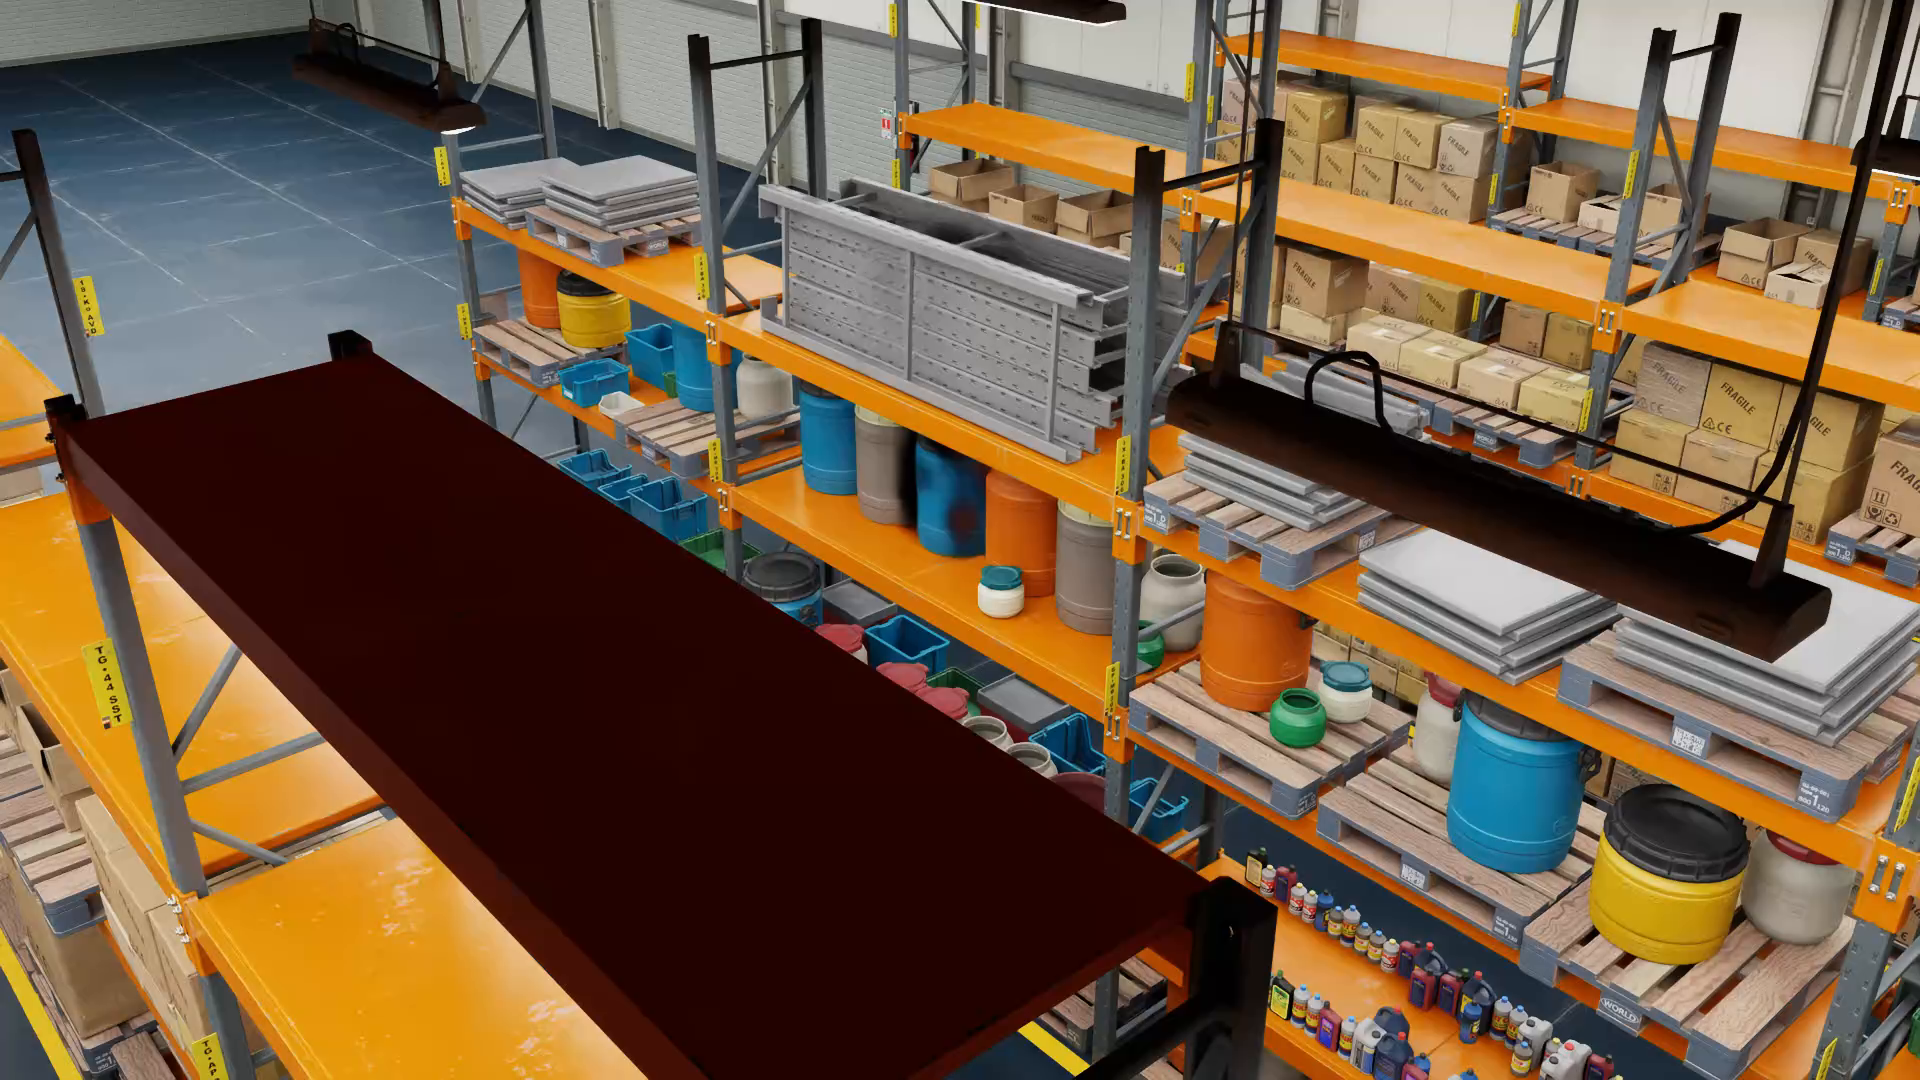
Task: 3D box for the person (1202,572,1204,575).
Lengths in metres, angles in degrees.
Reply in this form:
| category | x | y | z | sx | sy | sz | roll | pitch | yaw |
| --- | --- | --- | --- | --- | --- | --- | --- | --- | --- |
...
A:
| category | x | y | z | sx | sy | sz | roll | pitch | yaw |
| --- | --- | --- | --- | --- | --- | --- | --- | --- | --- |
| person | 2.048 | 0.994 | 13.930 | 0.721 | 1.546 | 0.564 | 12 | 29 | 23 |
